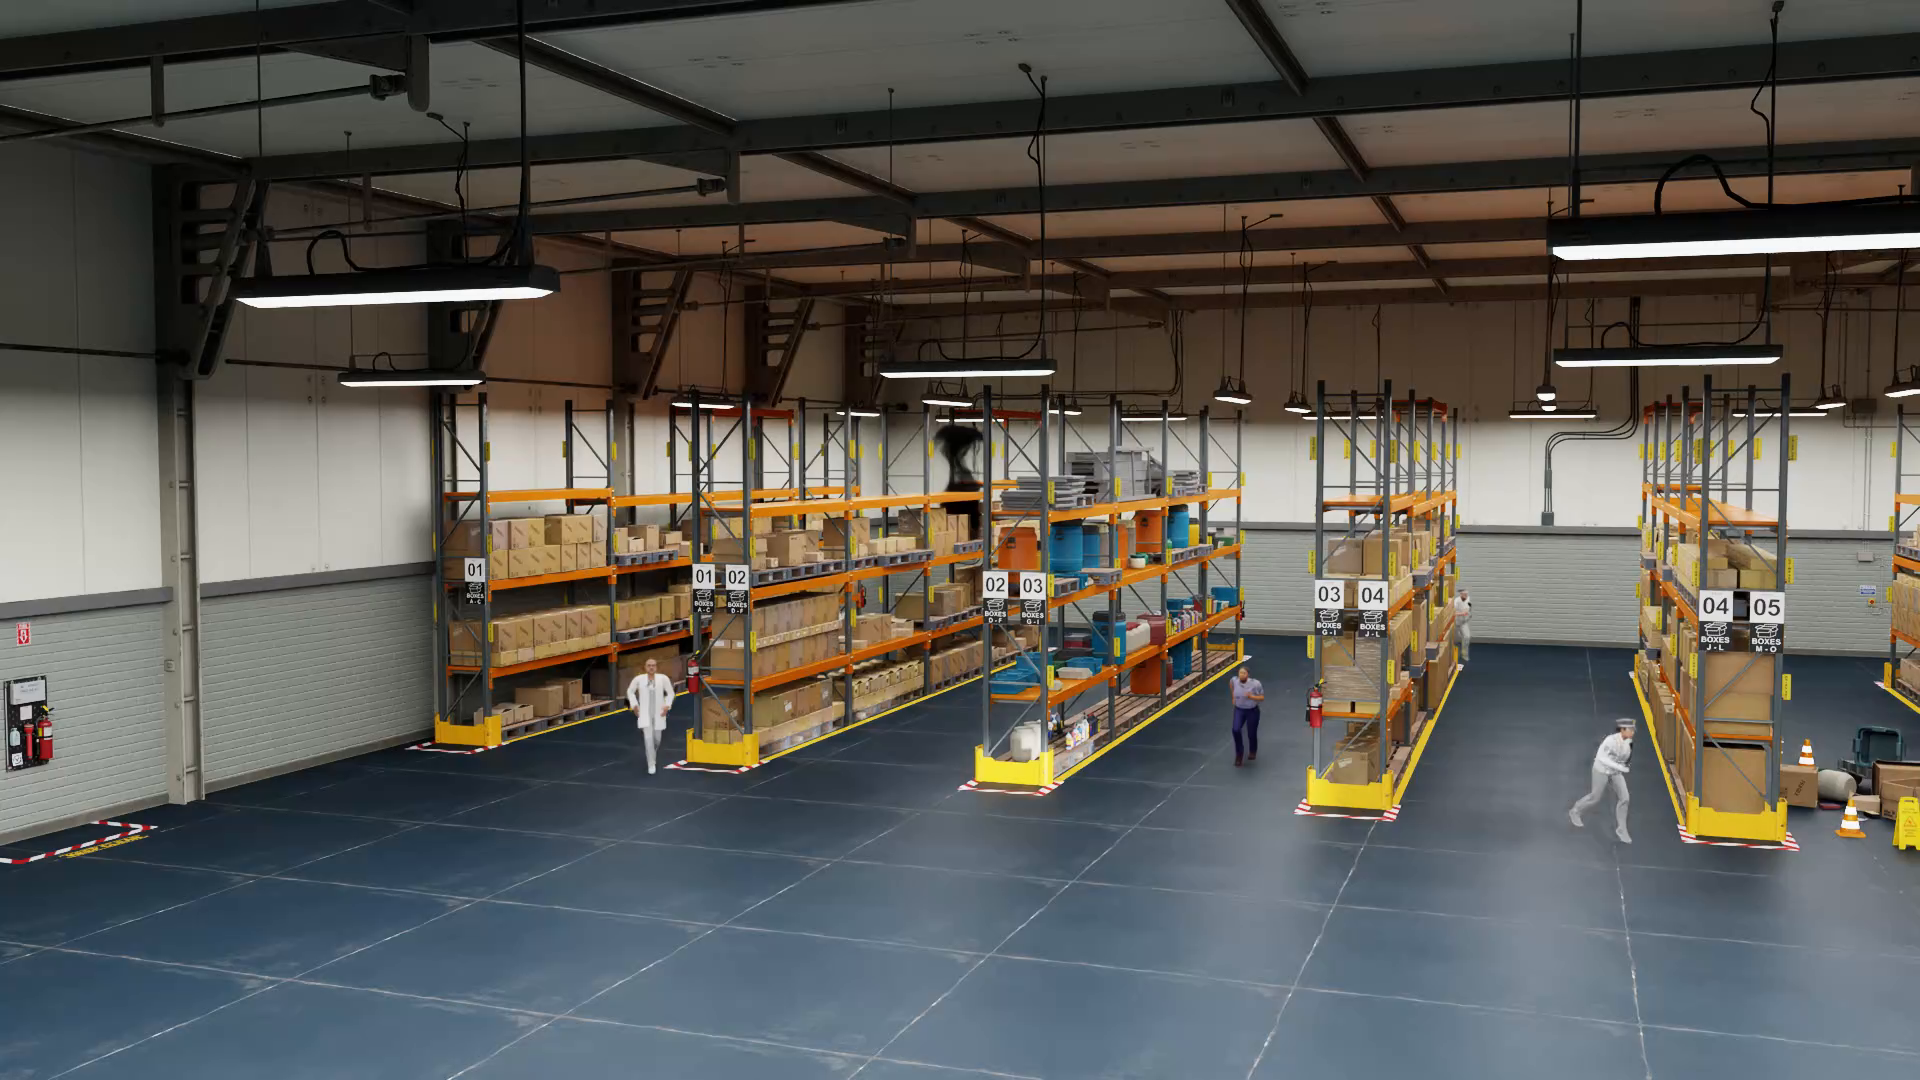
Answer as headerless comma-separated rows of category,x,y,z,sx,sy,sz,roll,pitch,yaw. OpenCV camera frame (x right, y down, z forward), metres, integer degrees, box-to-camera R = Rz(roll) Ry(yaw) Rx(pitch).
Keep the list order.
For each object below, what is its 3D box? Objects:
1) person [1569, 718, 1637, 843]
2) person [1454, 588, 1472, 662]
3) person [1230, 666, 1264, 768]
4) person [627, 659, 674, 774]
person,8.372,3.078,21.652,0.657,1.627,0.966,-2,4,-33
person,11.990,2.033,40.036,0.694,1.803,0.990,-1,3,-20
person,4.573,2.801,26.498,0.597,1.629,0.893,1,3,19
person,-4.872,2.750,26.204,0.733,1.779,0.864,-1,3,-17
